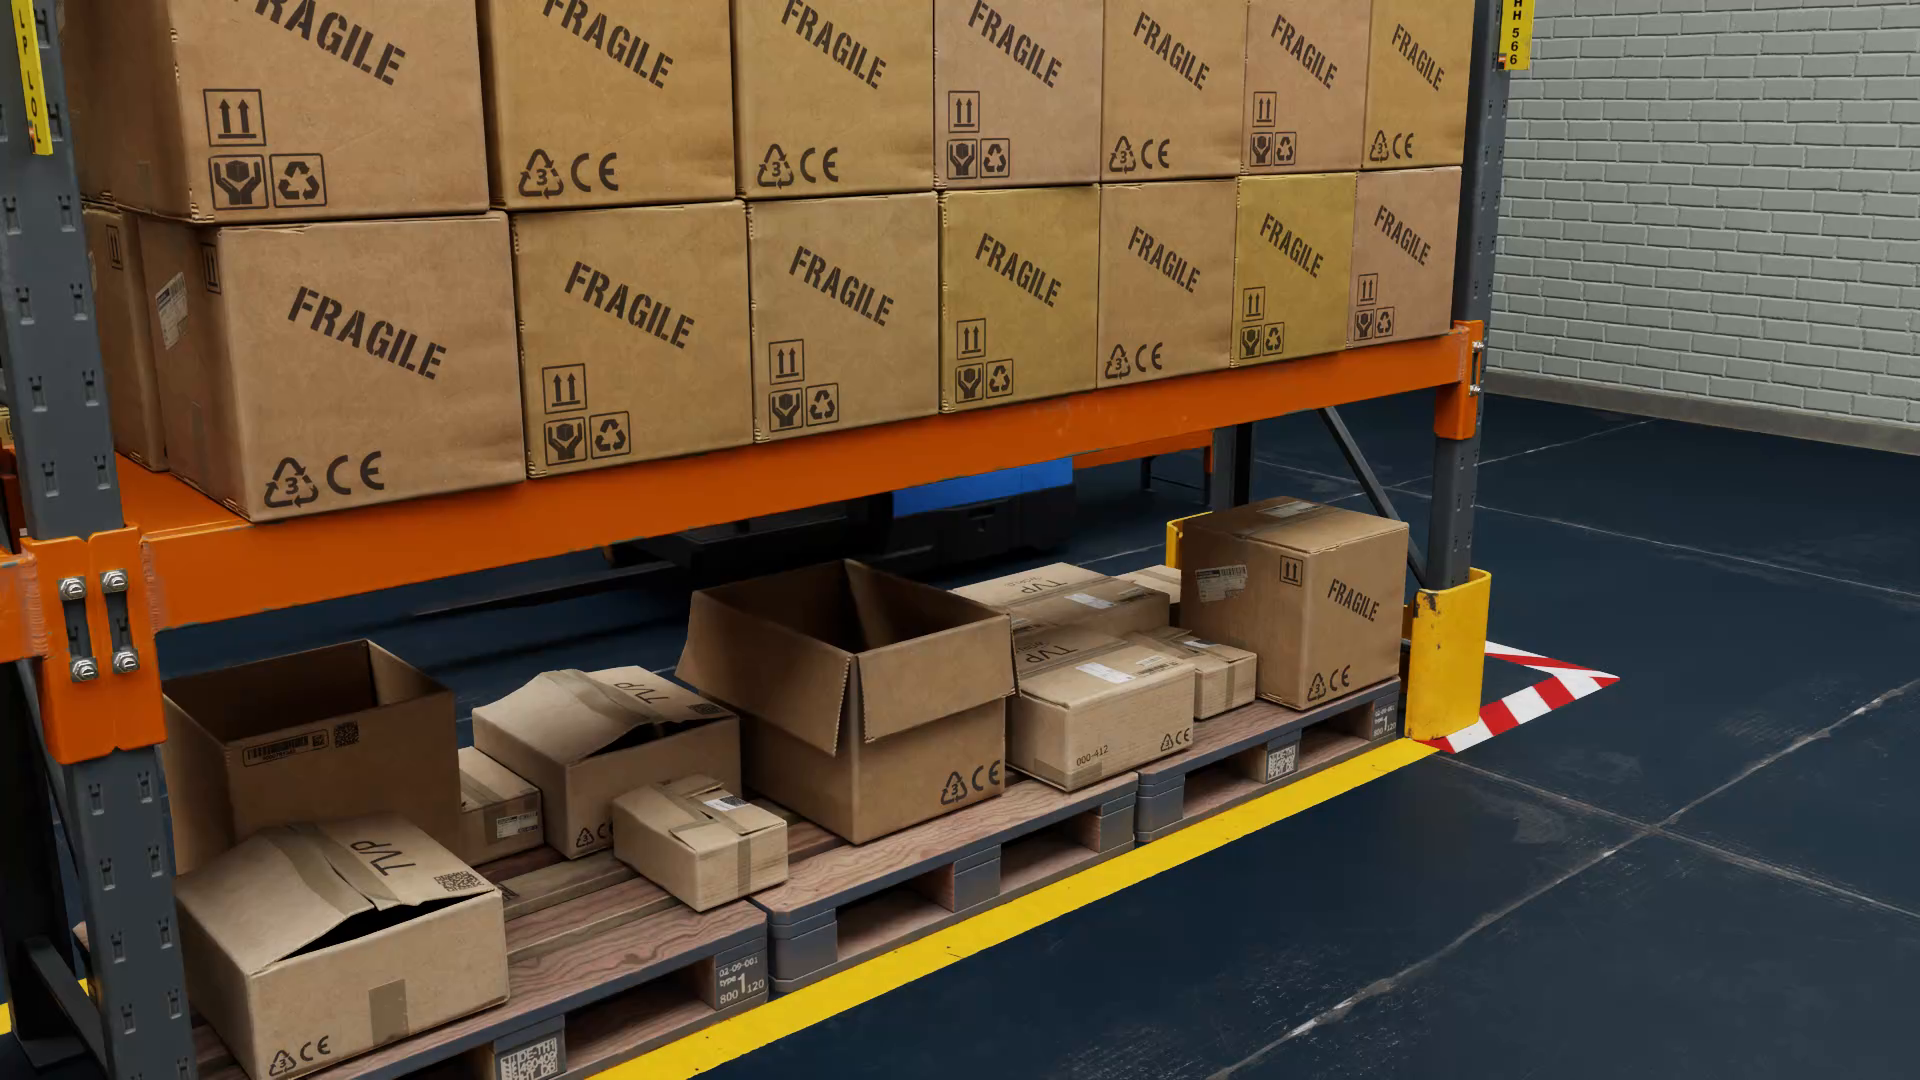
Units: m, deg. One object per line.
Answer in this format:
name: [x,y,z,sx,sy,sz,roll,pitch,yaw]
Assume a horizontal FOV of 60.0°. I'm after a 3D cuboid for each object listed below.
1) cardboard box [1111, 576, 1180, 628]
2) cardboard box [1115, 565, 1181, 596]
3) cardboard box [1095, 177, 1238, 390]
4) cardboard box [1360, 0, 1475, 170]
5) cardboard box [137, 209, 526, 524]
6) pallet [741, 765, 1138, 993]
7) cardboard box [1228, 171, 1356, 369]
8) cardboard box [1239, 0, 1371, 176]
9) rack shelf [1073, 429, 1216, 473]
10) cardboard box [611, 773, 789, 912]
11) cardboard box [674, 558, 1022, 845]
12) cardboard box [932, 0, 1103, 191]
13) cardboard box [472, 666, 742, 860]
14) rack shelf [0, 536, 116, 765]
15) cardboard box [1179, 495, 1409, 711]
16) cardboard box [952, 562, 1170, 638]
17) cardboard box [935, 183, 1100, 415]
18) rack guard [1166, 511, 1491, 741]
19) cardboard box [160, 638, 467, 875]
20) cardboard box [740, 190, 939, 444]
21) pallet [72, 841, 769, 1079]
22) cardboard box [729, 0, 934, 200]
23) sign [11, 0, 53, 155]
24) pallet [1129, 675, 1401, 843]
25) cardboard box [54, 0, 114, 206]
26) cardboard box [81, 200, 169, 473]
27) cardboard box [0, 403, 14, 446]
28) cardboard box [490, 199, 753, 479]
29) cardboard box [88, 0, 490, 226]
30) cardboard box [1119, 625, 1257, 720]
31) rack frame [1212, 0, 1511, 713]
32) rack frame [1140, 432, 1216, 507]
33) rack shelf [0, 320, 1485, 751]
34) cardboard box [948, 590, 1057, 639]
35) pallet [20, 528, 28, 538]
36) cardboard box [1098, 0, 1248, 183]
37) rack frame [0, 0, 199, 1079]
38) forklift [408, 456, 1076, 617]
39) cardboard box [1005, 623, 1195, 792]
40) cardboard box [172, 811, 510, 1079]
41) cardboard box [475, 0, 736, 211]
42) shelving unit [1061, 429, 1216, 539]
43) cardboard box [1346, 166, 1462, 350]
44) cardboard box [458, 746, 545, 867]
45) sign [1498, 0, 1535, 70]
cardboard box: [0.564,0.250,5.640,0.250,0.166,0.380,-13,19,-39]
cardboard box: [0.753,0.216,5.801,0.250,0.149,0.380,-13,19,-39]
cardboard box: [0.366,-0.700,4.366,0.500,0.500,0.500,-12,19,-39]
cardboard box: [1.139,-1.355,4.880,0.500,0.500,0.500,-13,20,-40]
cardboard box: [-1.160,-0.357,3.080,0.500,0.500,0.500,-12,19,-38]
pallet: [-0.284,0.748,4.541,1.213,0.211,1.003,-13,19,-39]
cardboard box: [0.746,-0.784,4.678,0.500,0.500,0.500,-12,19,-39]
cardboard box: [0.758,-1.270,4.559,0.500,0.500,0.500,-12,19,-38]
rack shelf: [0.715,-0.444,8.182,1.000,0.278,0.538,-11,19,-37]
cardboard box: [-0.619,0.704,3.941,0.250,0.166,0.380,-13,19,-39]
cardboard box: [-0.309,0.399,4.429,0.637,0.503,0.797,-13,19,-39]
cardboard box: [-0.017,-1.094,3.901,0.500,0.500,0.500,-12,19,-38]
cardboard box: [-0.914,0.532,4.302,0.500,0.311,0.500,-13,19,-39]
rack shelf: [-3.232,0.411,1.792,4.000,0.370,1.077,-13,19,-39]
cardboard box: [1.046,0.182,5.246,0.500,0.500,0.500,-13,19,-39]
cardboard box: [0.321,0.285,5.348,0.500,0.250,0.500,-13,19,-39]
cardboard box: [-0.014,-0.615,4.046,0.500,0.500,0.500,-13,20,-40]
rack guard: [1.237,0.268,5.779,0.348,0.500,1.175,-13,19,-39]
cardboard box: [-1.480,0.568,3.802,0.500,0.500,0.500,-13,19,-39]
cardboard box: [-0.397,-0.529,3.722,0.500,0.500,0.500,-13,20,-40]
pallet: [-1.205,0.956,3.763,1.213,0.211,1.003,-13,19,-39]
cardboard box: [-0.406,-1.006,3.573,0.500,0.500,0.500,-13,20,-41]
sign: [-1.356,-0.727,2.416,0.005,0.325,0.100,-13,19,-39]
pallet: [0.636,0.543,5.310,1.213,0.211,1.003,-13,19,-39]
cardboard box: [-1.512,-0.943,3.335,0.500,0.500,0.500,-13,19,-39]
cardboard box: [-1.515,-0.458,3.459,0.500,0.500,0.500,-12,19,-38]
cardboard box: [-4.346,-0.341,7.244,0.500,0.500,0.700,-12,19,-39]
cardboard box: [-0.776,-0.444,3.407,0.500,0.500,0.500,-12,19,-38]
cardboard box: [-1.183,-0.832,2.920,0.500,0.500,0.500,-12,19,-38]
cardboard box: [0.681,0.395,5.098,0.250,0.166,0.380,-13,19,-39]
rack frame: [1.294,-0.953,5.505,0.127,3.000,1.000,-13,19,-39]
rack frame: [1.115,-0.762,8.421,0.032,1.125,0.500,-11,19,-37]
rack shelf: [-0.215,-0.267,4.329,4.000,0.370,1.077,-13,19,-39]
cardboard box: [-0.057,0.369,5.031,0.500,0.250,0.500,-13,19,-39]
pallet: [-4.353,-0.005,7.361,1.213,0.211,1.003,-13,19,-39]
cardboard box: [0.370,-1.181,4.227,0.500,0.500,0.500,-12,19,-38]
rack frame: [-1.723,-0.275,2.968,0.127,3.000,1.000,-13,19,-39]
forklift: [-0.946,-1.241,6.717,3.031,2.935,1.130,-11,19,-37]
cardboard box: [0.309,0.458,4.698,0.500,0.250,0.500,-13,19,-39]
cardboard box: [-1.265,0.782,3.367,0.500,0.311,0.500,-13,19,-39]
cardboard box: [-0.794,-0.919,3.247,0.500,0.500,0.500,-13,20,-41]
shelving unit: [0.715,-0.681,8.119,1.048,1.125,0.538,-11,19,-37]
cardboard box: [1.135,-0.872,5.010,0.500,0.500,0.500,-12,19,-38]
cardboard box: [-1.236,0.663,4.129,0.250,0.149,0.380,-13,19,-39]
sign: [1.643,-1.554,4.897,0.005,0.325,0.100,-13,19,-39]
